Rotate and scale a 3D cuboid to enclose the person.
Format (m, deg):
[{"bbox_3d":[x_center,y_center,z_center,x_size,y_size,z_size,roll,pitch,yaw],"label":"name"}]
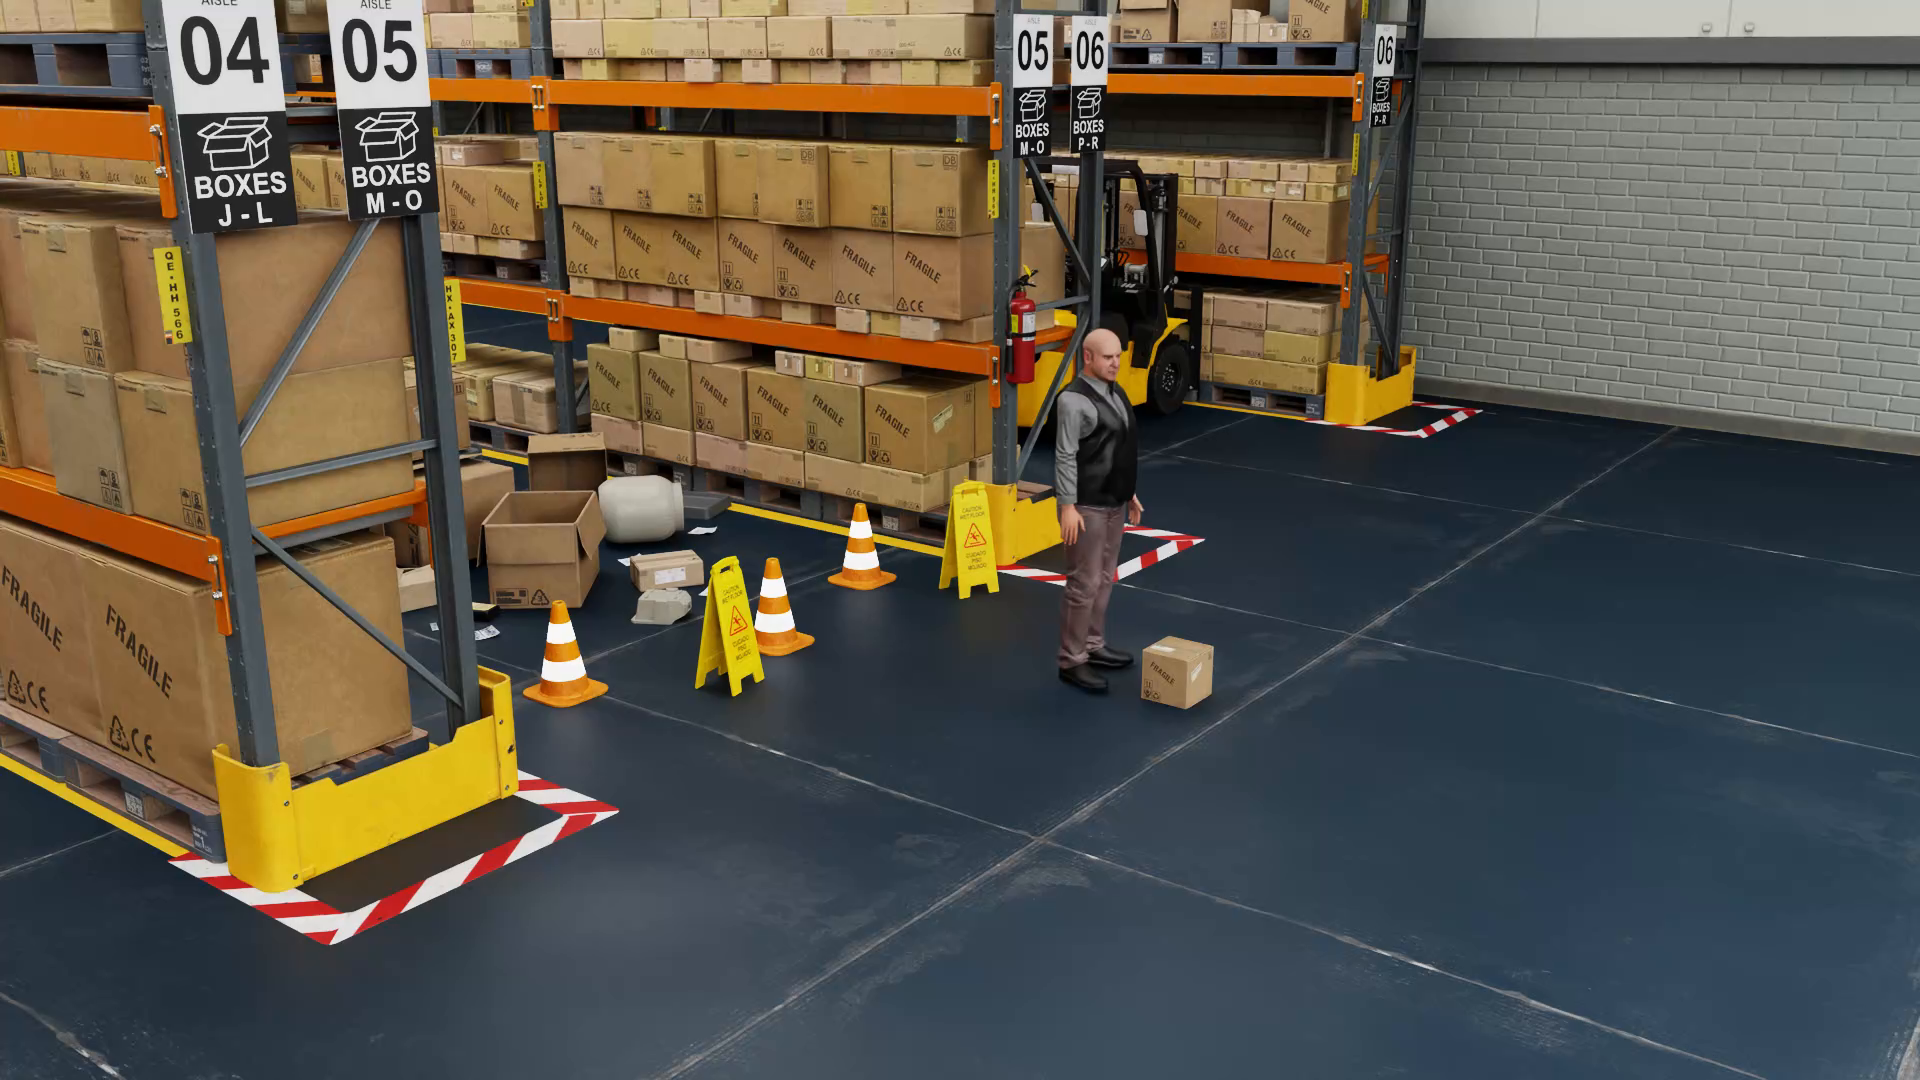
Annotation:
[{"bbox_3d":[0.662,-0.170,8.093,0.357,1.726,0.558,9,19,28],"label":"person"}]
